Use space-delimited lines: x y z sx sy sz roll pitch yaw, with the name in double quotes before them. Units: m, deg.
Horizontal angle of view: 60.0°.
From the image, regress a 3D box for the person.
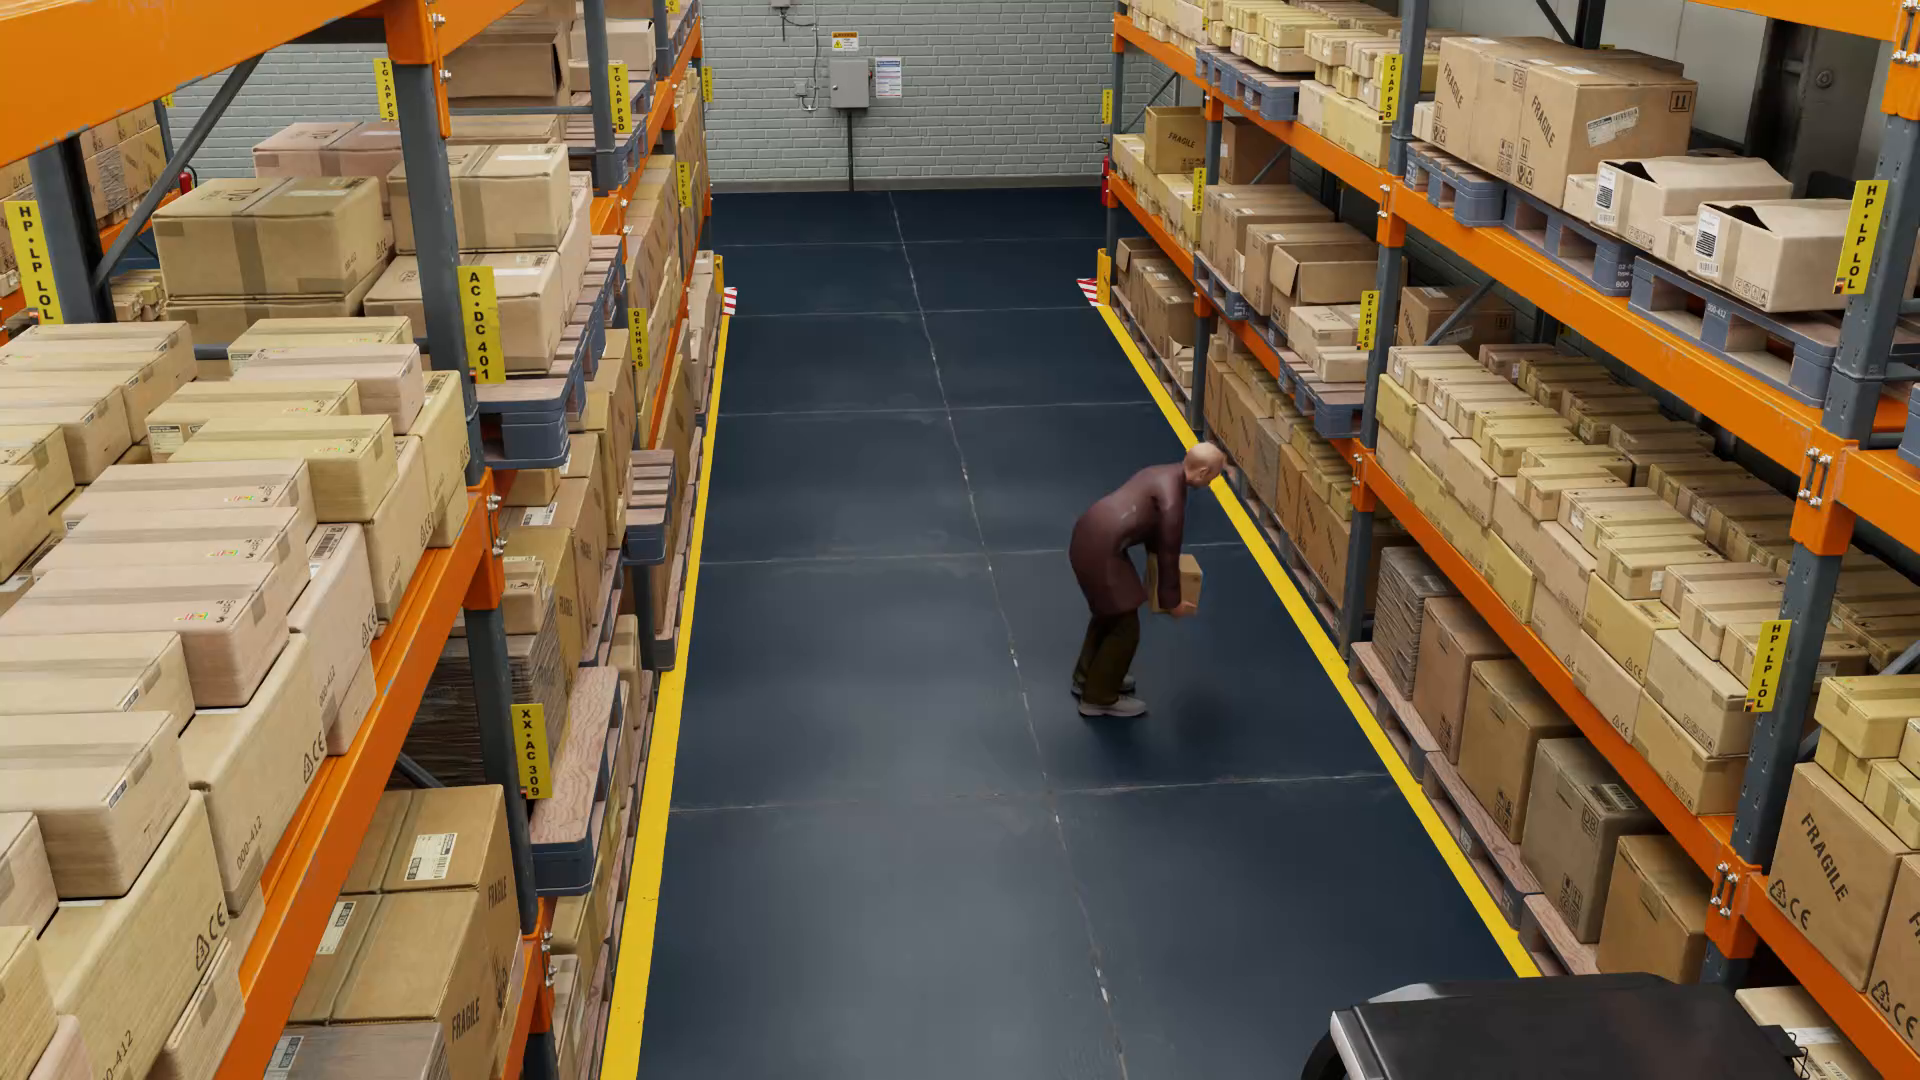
"person" 0.995 0.210 8.999 0.815 1.492 0.549 -3 24 -6
